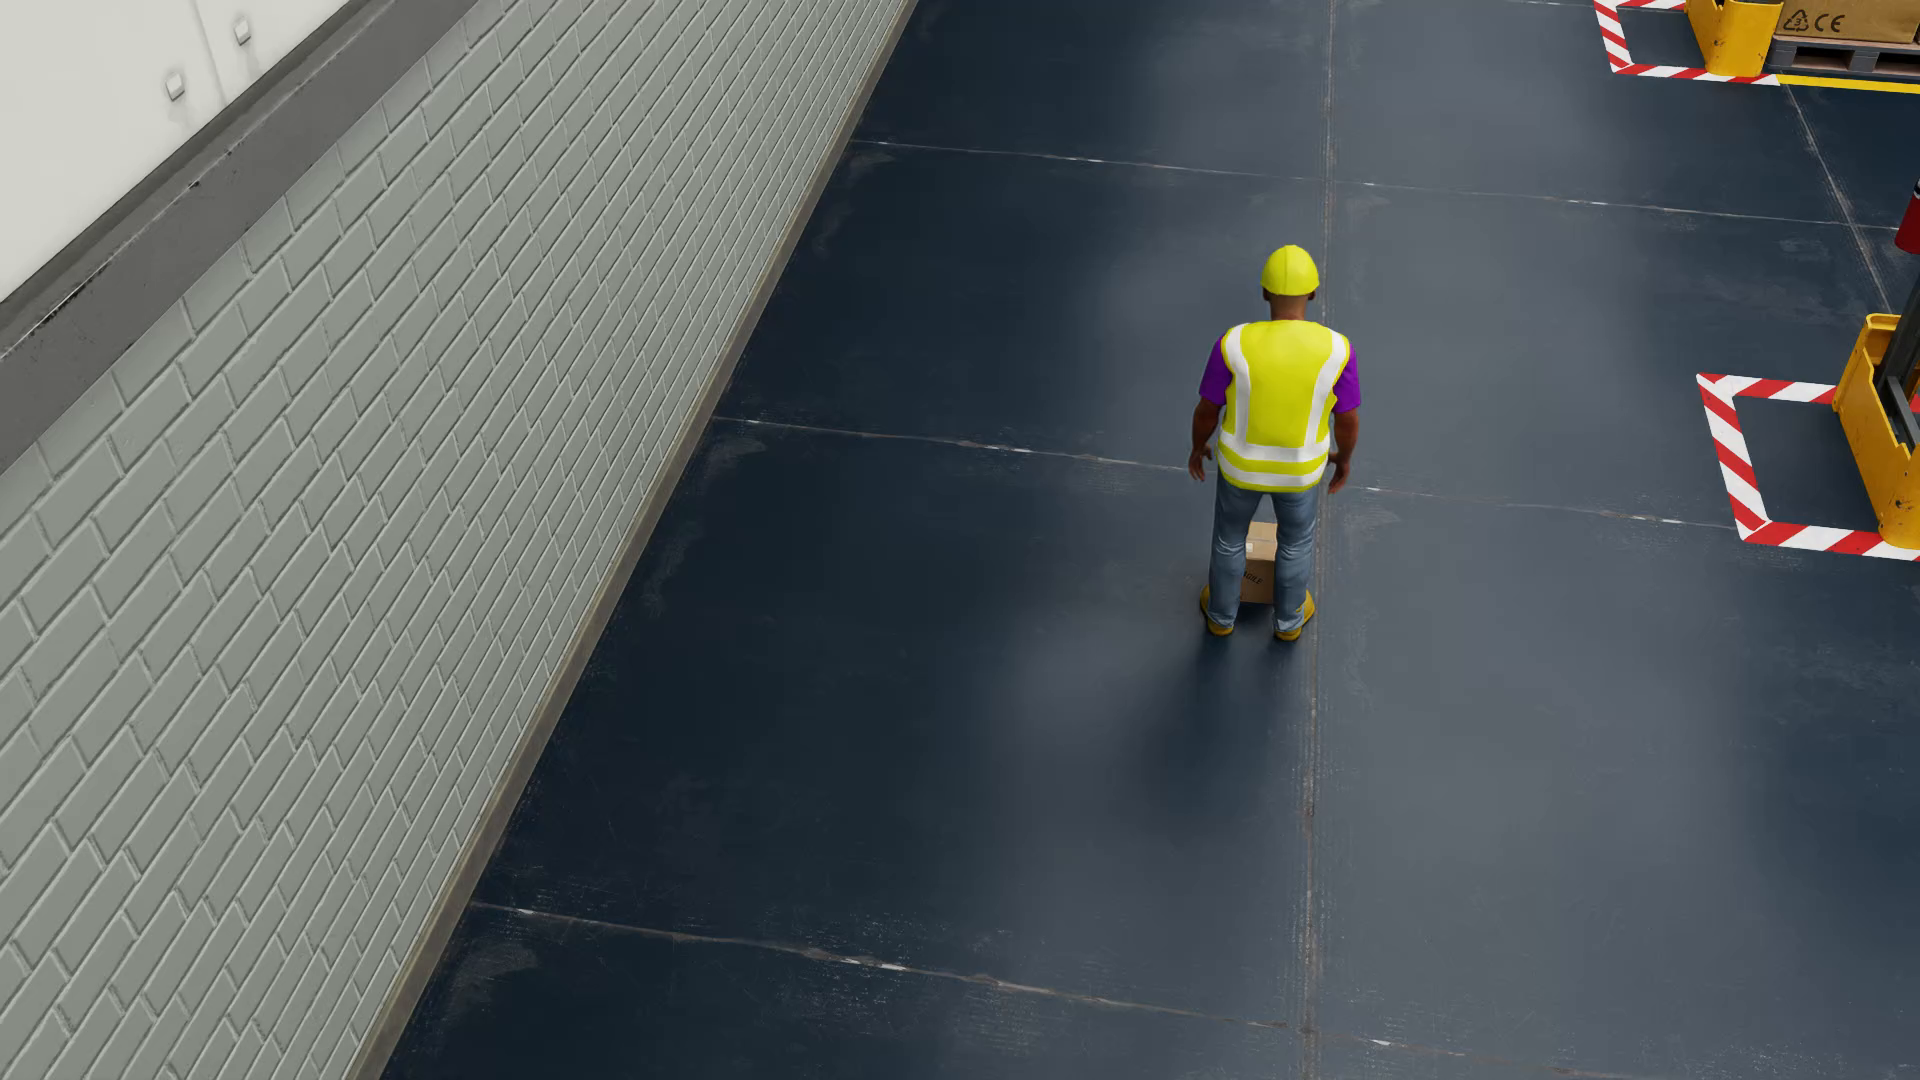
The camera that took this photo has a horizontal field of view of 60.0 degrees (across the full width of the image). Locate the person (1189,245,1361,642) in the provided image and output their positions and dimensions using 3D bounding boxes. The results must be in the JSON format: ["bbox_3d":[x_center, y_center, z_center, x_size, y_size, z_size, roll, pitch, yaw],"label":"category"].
[{"bbox_3d":[1.224,-0.339,6.542,0.635,1.760,0.460,6,41,7],"label":"person"}]
